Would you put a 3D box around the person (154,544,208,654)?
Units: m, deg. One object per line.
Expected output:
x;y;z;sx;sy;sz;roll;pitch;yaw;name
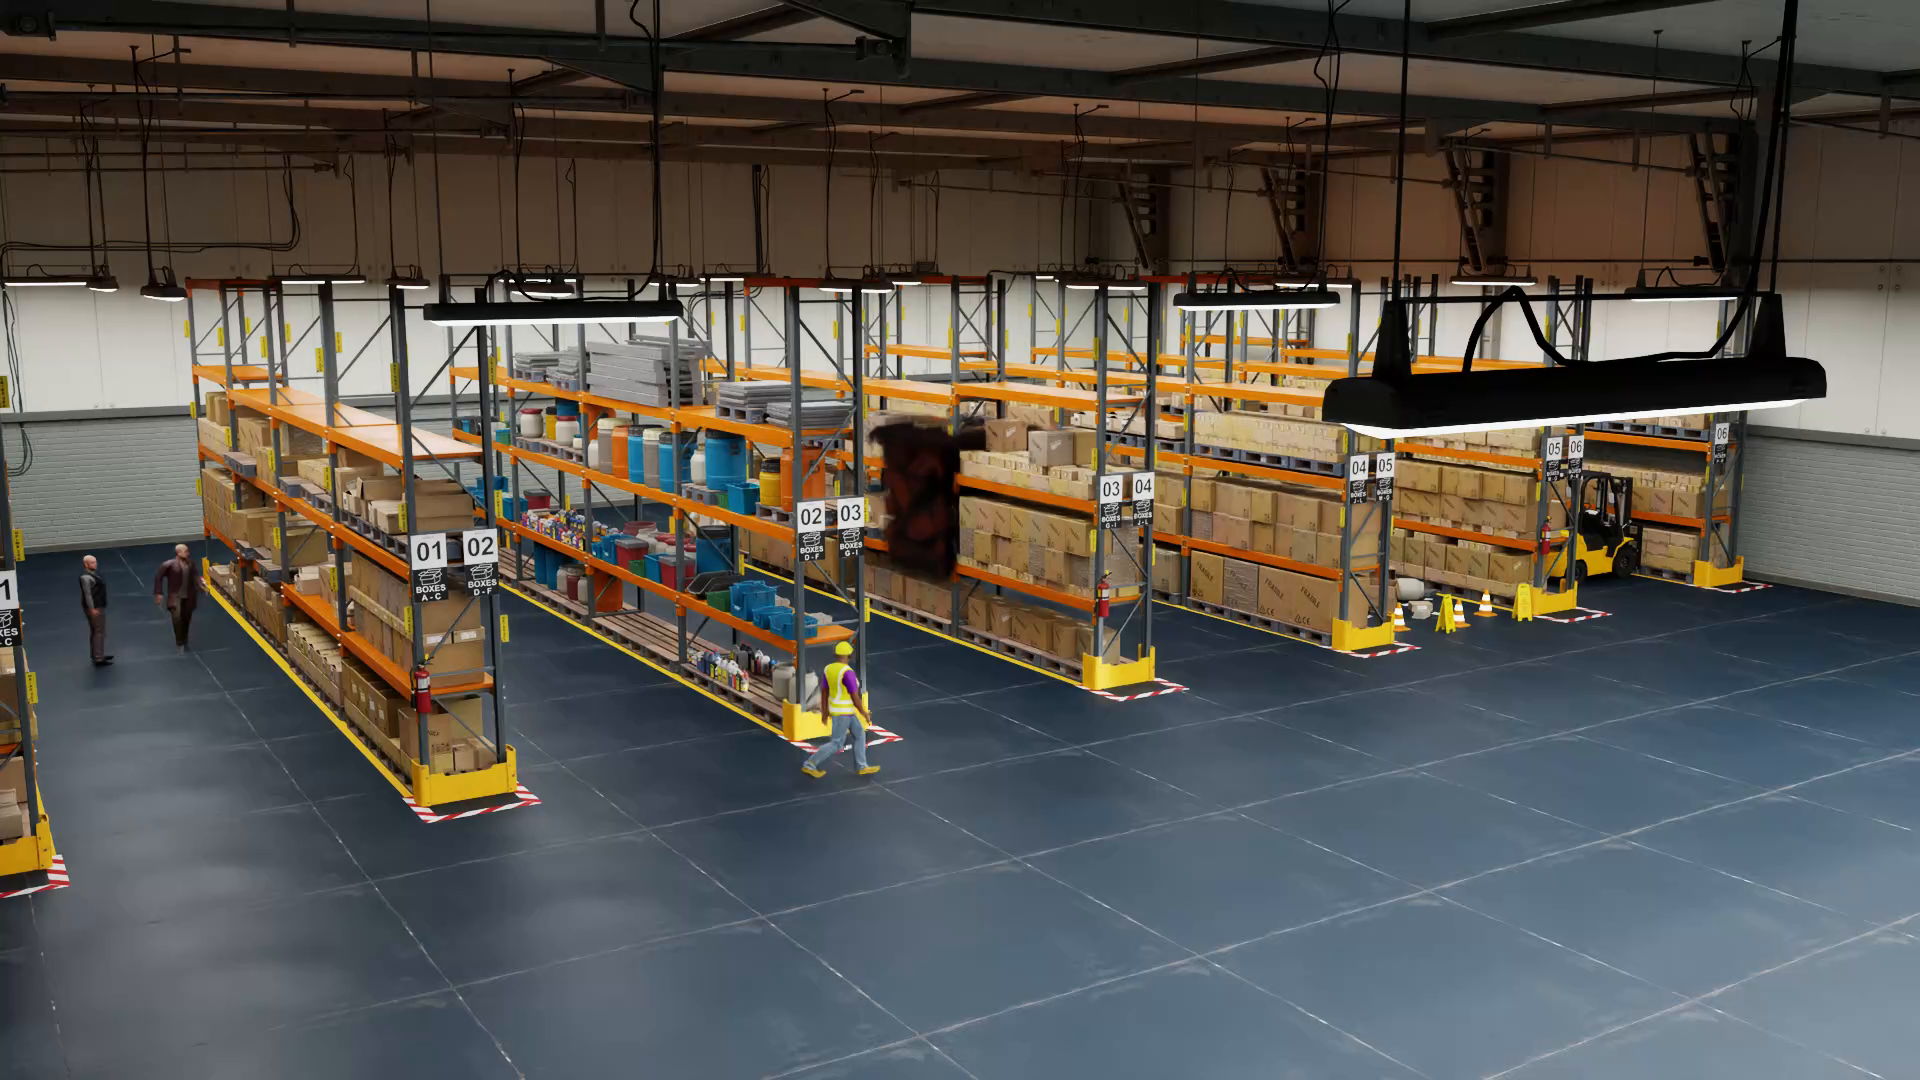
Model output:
-12.809;0.913;27.326;0.782;1.717;0.936;-6;11;-31;person

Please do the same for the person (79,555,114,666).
-13.671;1.107;26.316;0.417;1.754;0.599;-6;11;-33;person

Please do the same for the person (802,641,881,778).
-1.457;2.103;20.379;1.000;1.726;0.495;-2;10;-9;person

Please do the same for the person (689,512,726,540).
-5.086;-0.091;33.577;0.704;1.812;0.931;-5;11;-29;person
